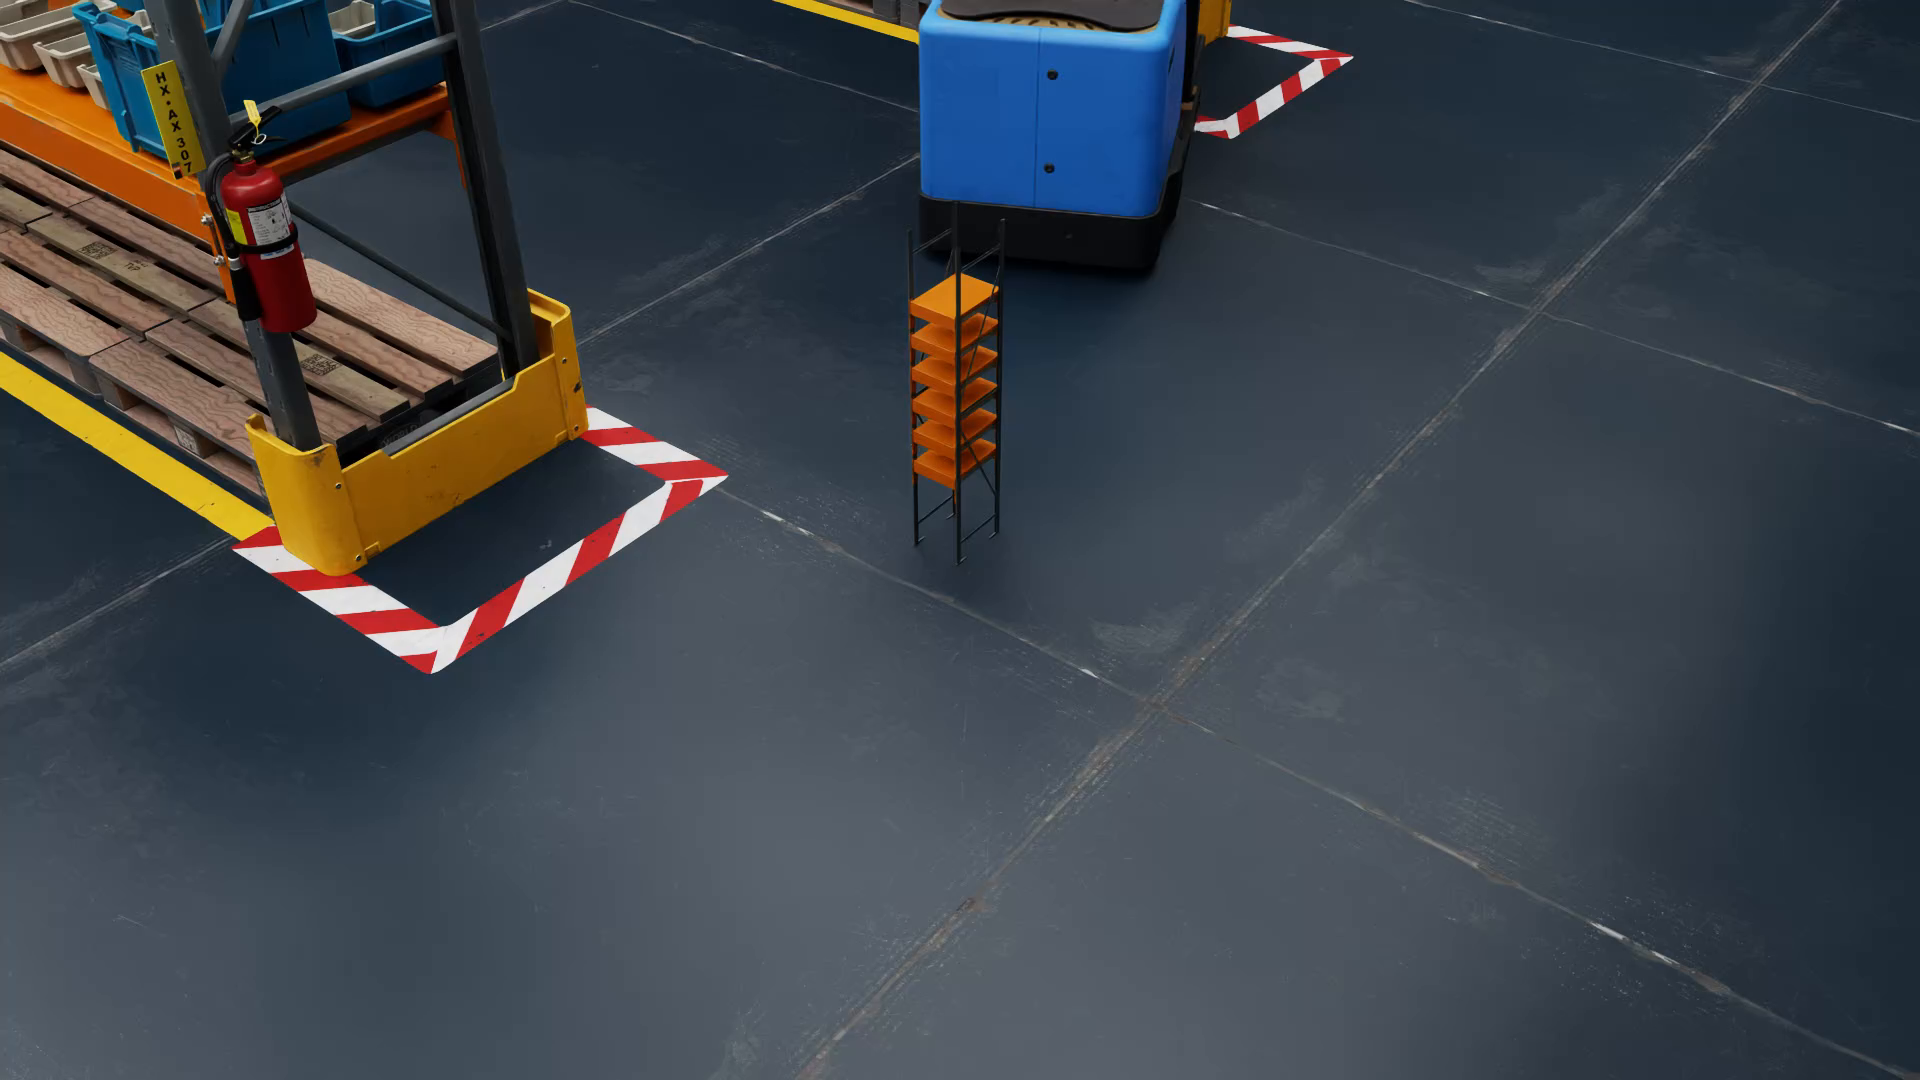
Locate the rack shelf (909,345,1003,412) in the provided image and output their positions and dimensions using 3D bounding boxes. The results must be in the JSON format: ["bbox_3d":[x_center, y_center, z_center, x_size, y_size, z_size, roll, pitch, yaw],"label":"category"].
[{"bbox_3d":[-0.012,-0.537,5.340,0.180,0.103,0.258,25,45,29],"label":"rack shelf"}]

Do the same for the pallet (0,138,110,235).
[{"bbox_3d":[-4.466,-1.538,7.543,1.213,0.211,1.003,25,45,29],"label":"pallet"}]

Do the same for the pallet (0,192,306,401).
[{"bbox_3d":[-3.493,-1.081,6.960,1.213,0.211,1.003,25,45,29],"label":"pallet"}]

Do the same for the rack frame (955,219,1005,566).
[{"bbox_3d":[0.061,-0.444,5.343,0.006,1.200,0.240,25,45,29],"label":"rack frame"}]

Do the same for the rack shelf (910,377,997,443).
[{"bbox_3d":[-0.012,-0.443,5.414,0.180,0.103,0.258,25,45,29],"label":"rack shelf"}]

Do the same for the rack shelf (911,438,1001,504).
[{"bbox_3d":[-0.012,-0.254,5.562,0.180,0.103,0.258,25,45,29],"label":"rack shelf"}]

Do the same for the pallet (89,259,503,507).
[{"bbox_3d":[-2.528,-0.624,6.376,1.213,0.211,1.003,25,45,29],"label":"pallet"}]

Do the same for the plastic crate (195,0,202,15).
[{"bbox_3d":[-2.636,-1.983,6.014,0.298,0.136,0.250,25,45,29],"label":"plastic crate"}]

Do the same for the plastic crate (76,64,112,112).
[{"bbox_3d":[-2.654,-1.531,5.437,0.243,0.136,0.396,25,45,29],"label":"plastic crate"}]

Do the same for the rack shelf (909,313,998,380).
[{"bbox_3d":[-0.012,-0.632,5.266,0.180,0.103,0.258,25,45,29],"label":"rack shelf"}]

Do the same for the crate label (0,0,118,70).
[{"bbox_3d":[-3.112,-1.739,5.703,0.243,0.136,0.396,25,45,29],"label":"crate label"}]

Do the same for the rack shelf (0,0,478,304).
[{"bbox_3d":[-3.485,-1.860,6.276,4.000,0.370,1.077,25,45,29],"label":"rack shelf"}]

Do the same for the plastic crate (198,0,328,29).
[{"bbox_3d":[-2.415,-1.852,5.770,0.300,0.233,0.416,25,45,29],"label":"plastic crate"}]

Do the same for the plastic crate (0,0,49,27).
[{"bbox_3d":[-3.358,-1.841,5.833,0.250,0.136,0.298,25,45,29],"label":"plastic crate"}]

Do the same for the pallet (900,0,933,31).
[{"bbox_3d":[0.422,-3.047,9.471,1.213,0.211,1.003,25,45,29],"label":"pallet"}]

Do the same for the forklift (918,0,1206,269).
[{"bbox_3d":[0.620,-3.223,7.490,1.130,2.935,3.031,7,39,9],"label":"forklift"}]

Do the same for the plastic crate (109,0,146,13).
[{"bbox_3d":[-2.938,-2.099,6.085,0.300,0.233,0.416,25,45,29],"label":"plastic crate"}]

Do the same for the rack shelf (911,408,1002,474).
[{"bbox_3d":[-0.012,-0.348,5.488,0.180,0.103,0.258,25,45,29],"label":"rack shelf"}]

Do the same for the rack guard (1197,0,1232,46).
[{"bbox_3d":[1.056,-2.863,9.001,0.348,0.500,1.175,25,45,29],"label":"rack guard"}]

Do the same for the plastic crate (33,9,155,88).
[{"bbox_3d":[-2.876,-1.647,5.585,0.243,0.136,0.396,25,45,29],"label":"plastic crate"}]

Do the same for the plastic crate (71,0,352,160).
[{"bbox_3d":[-2.276,-1.466,5.112,0.499,0.435,0.616,25,45,29],"label":"plastic crate"}]

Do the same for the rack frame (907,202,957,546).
[{"bbox_3d":[-0.084,-0.512,5.431,0.006,1.200,0.240,25,45,29],"label":"rack frame"}]

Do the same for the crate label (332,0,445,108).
[{"bbox_3d":[-1.892,-1.606,5.455,0.303,0.233,0.416,25,45,29],"label":"crate label"}]

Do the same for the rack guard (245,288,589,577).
[{"bbox_3d":[-1.869,-0.407,5.865,0.348,0.500,1.175,25,45,29],"label":"rack guard"}]

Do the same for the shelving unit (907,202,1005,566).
[{"bbox_3d":[-0.012,-0.478,5.387,0.189,1.200,0.258,25,45,29],"label":"shelving unit"}]

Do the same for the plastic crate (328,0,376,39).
[{"bbox_3d":[-2.097,-1.728,5.690,0.298,0.136,0.250,25,45,29],"label":"plastic crate"}]

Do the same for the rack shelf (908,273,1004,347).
[{"bbox_3d":[-0.012,-0.726,5.192,0.180,0.103,0.258,25,45,29],"label":"rack shelf"}]

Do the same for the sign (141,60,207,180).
[{"bbox_3d":[-2.218,-1.183,4.696,0.005,0.325,0.100,25,45,29],"label":"sign"}]

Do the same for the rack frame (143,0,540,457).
[{"bbox_3d":[-1.896,-1.394,5.098,0.127,3.000,1.000,25,45,29],"label":"rack frame"}]

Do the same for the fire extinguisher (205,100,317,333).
[{"bbox_3d":[-2.053,-0.938,4.880,0.183,0.674,0.296,25,45,29],"label":"fire extinguisher"}]

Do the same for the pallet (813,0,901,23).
[{"bbox_3d":[-0.543,-3.504,10.055,1.213,0.211,1.003,25,45,29],"label":"pallet"}]
